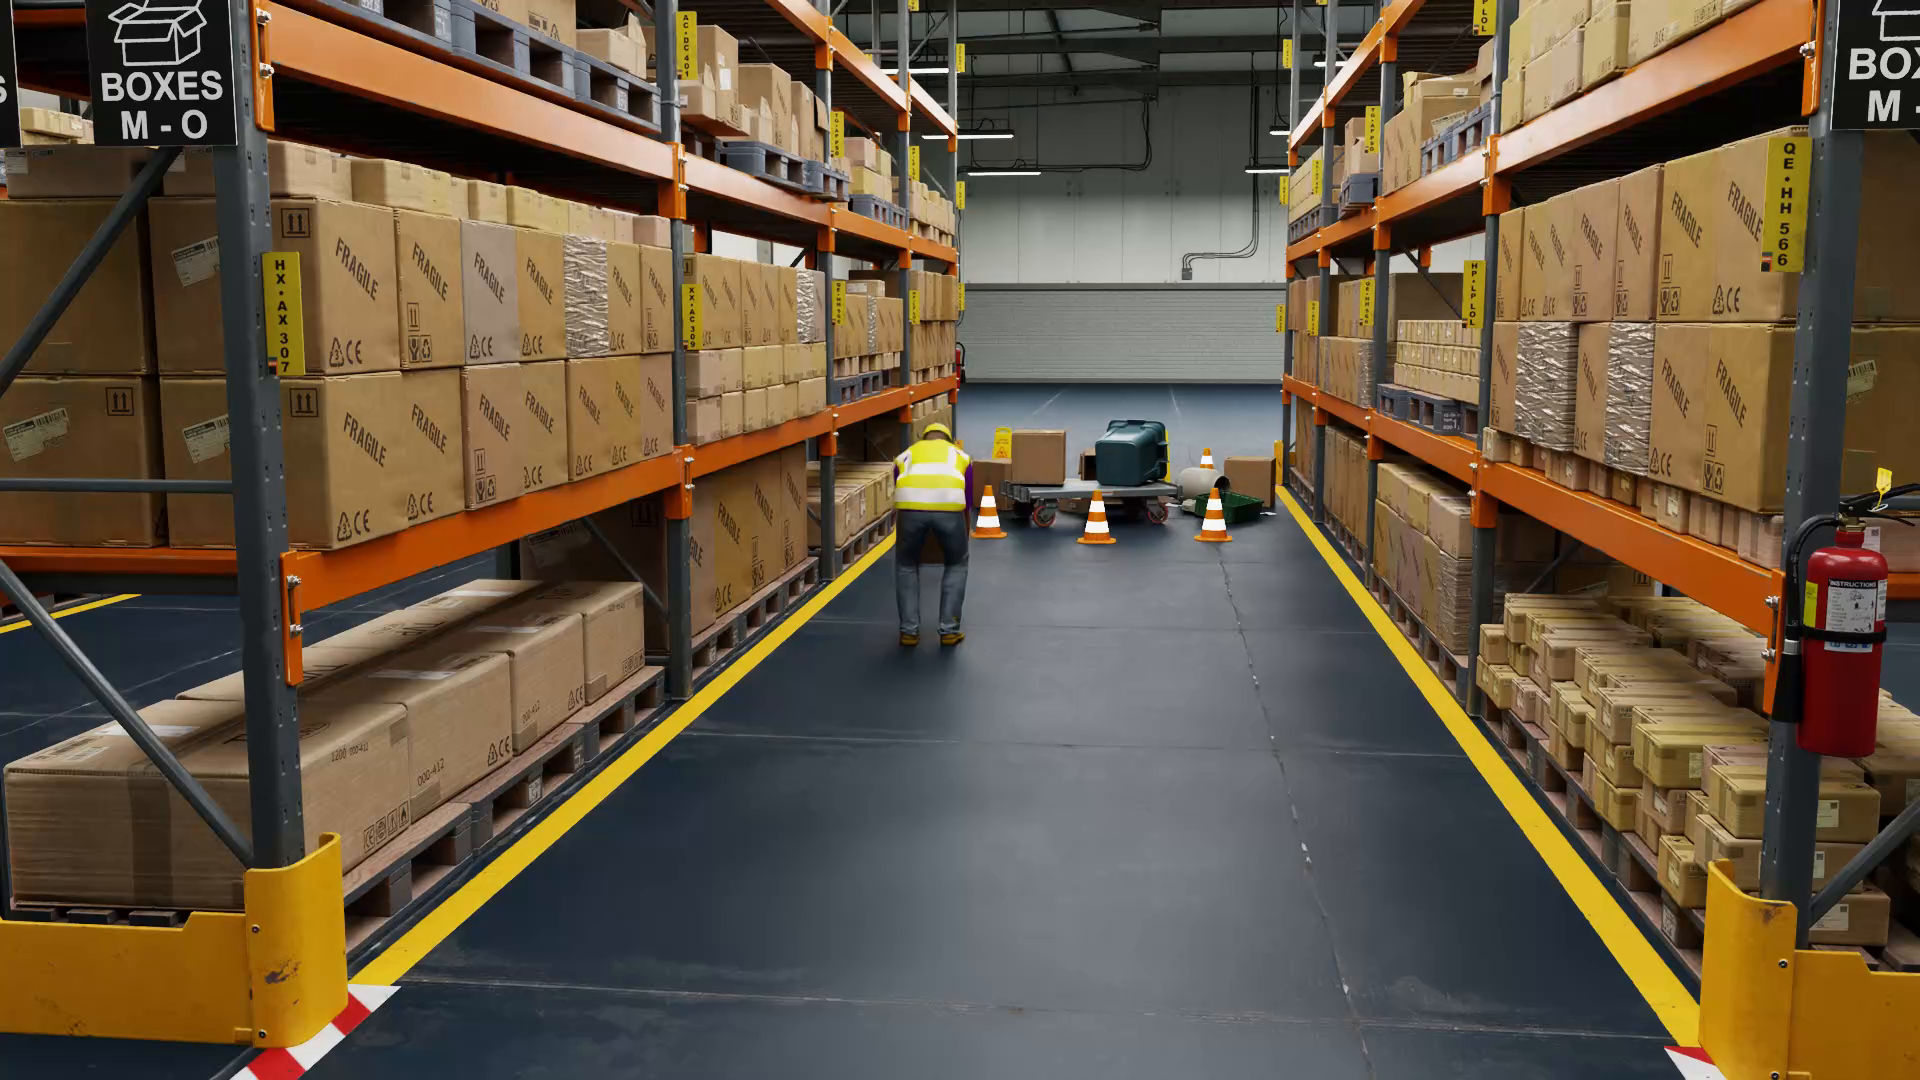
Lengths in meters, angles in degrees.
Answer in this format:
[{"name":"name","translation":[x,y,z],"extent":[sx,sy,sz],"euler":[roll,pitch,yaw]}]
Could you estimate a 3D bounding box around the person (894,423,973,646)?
[{"name":"person","translation":[-0.172,-0.049,10.298],"extent":[0.493,1.309,0.924],"euler":[1,8,4]}]
